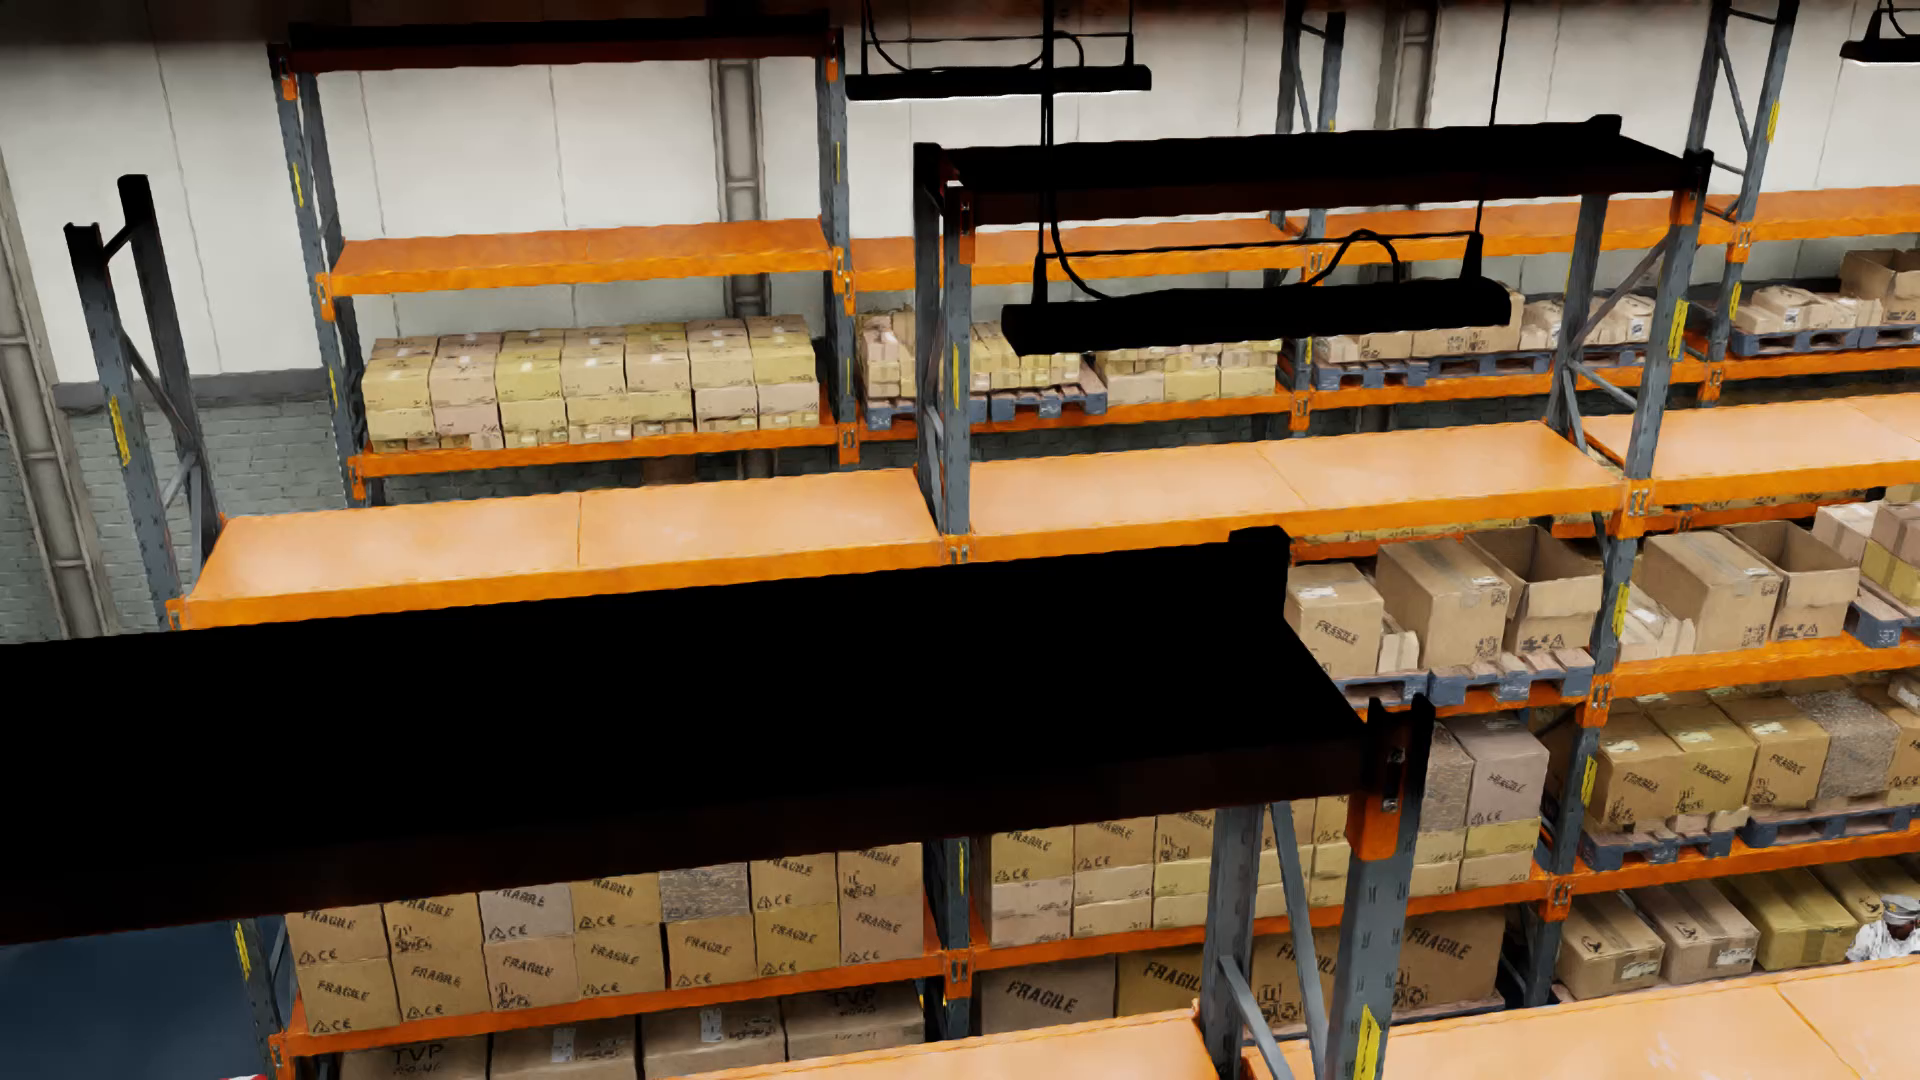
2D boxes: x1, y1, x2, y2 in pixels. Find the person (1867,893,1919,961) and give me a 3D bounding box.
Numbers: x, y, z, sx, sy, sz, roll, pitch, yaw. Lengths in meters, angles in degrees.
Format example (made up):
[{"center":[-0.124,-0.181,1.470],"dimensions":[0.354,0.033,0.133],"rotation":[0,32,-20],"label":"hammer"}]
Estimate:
[{"center":[5.758,2.911,10.336],"dimensions":[0.468,1.662,0.556],"rotation":[6,27,13],"label":"person"}]
